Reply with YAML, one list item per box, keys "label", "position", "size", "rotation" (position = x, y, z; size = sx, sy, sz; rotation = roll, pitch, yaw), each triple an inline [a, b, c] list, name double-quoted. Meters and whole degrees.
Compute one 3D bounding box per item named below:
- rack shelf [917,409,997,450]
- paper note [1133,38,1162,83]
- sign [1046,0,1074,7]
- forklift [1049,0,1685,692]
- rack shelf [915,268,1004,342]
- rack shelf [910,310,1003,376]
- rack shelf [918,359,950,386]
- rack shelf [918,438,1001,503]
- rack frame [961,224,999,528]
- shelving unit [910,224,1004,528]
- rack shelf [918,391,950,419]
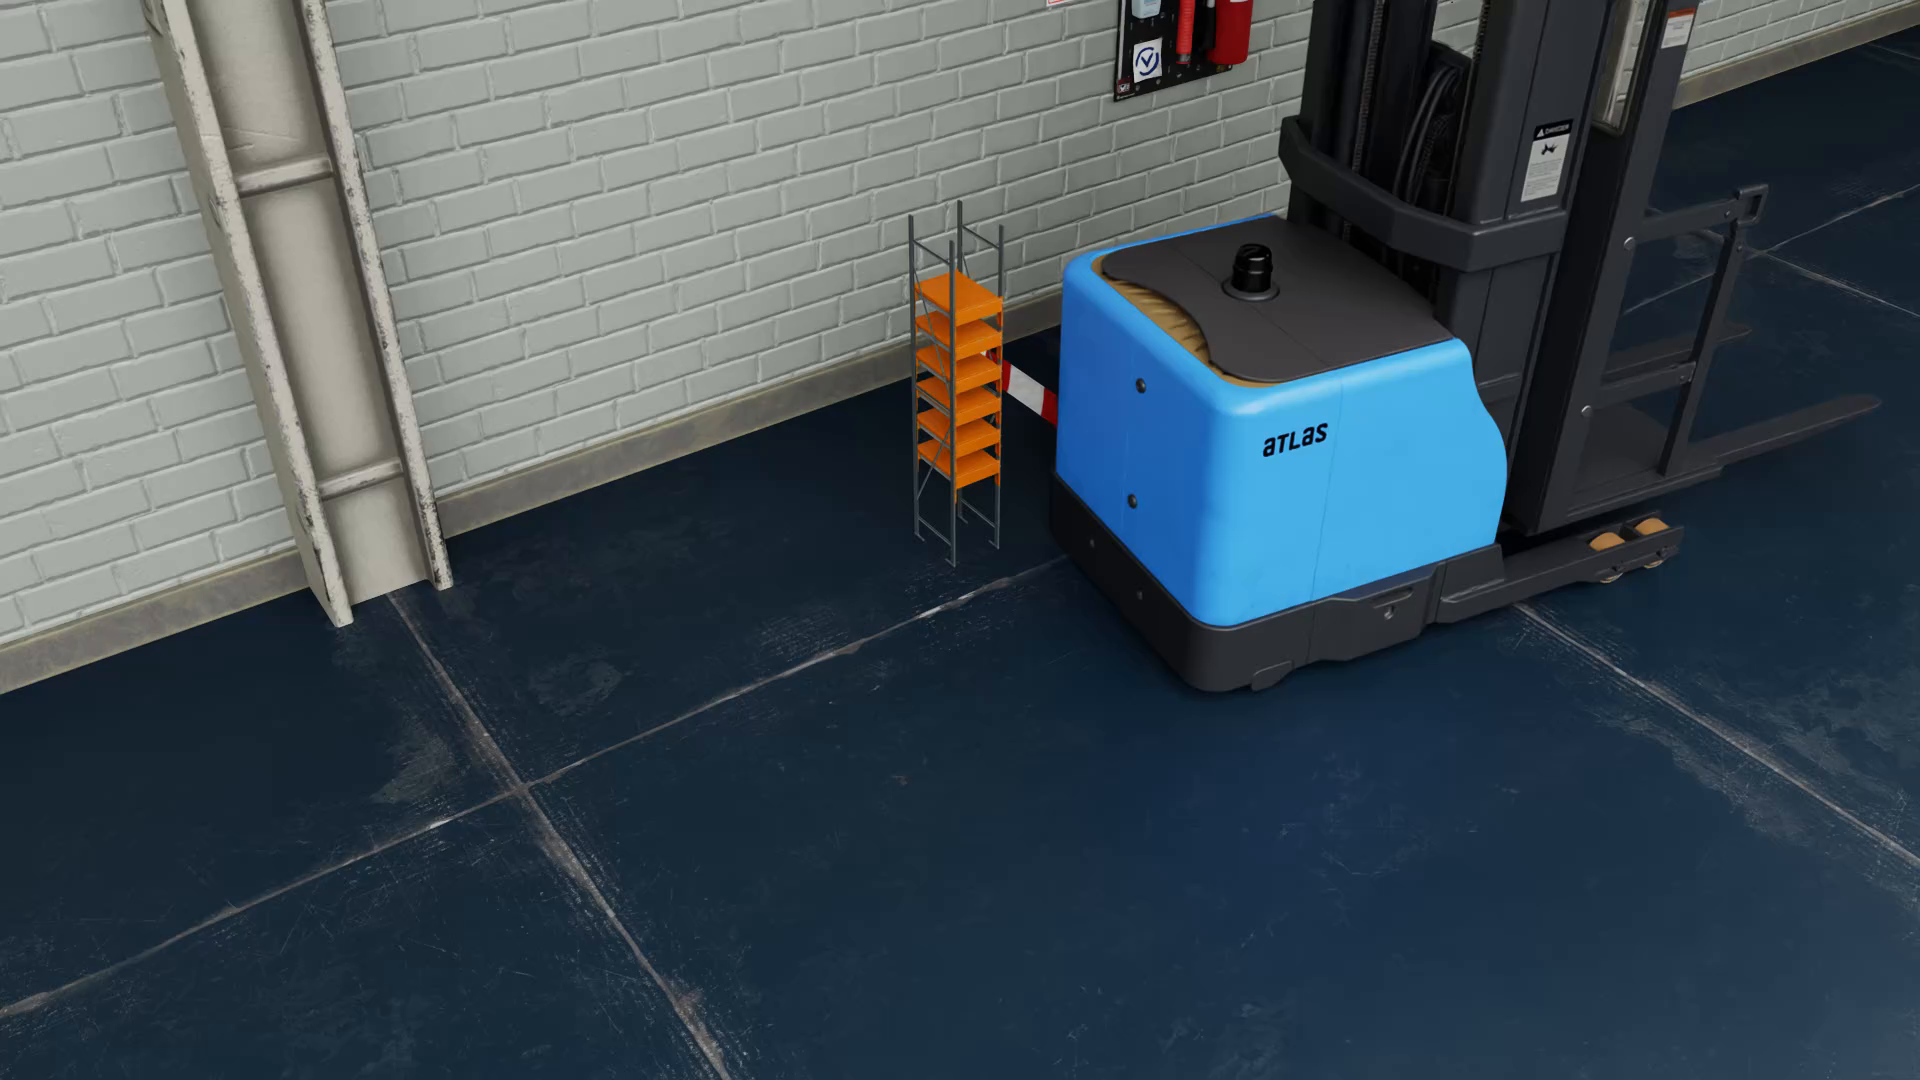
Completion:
- label: "rack shelf"
  position: [-0.012, -0.371, 5.473]
  size: [0.171, 0.034, 0.221]
  rotation: [-22, 41, -28]
- label: "paper note"
  position: [0.744, -1.895, 6.570]
  size: [0.142, 0.148, 0.016]
  rotation: [-22, 41, -28]
- label: "sign"
  position: [10.361, -2.162, 6.103]
  size: [16.451, 0.391, 11.513]
  rotation: [-22, 41, -28]
- label: "forklift"
  position: [1.861, -1.310, 5.061]
  size: [3.031, 2.935, 1.130]
  rotation: [-16, 39, -20]
- label: "rack shelf"
  position: [-0.012, -0.738, 5.209]
  size: [0.180, 0.103, 0.258]
  rotation: [-22, 41, -28]
- label: "rack shelf"
  position: [-0.012, -0.641, 5.279]
  size: [0.180, 0.103, 0.258]
  rotation: [-22, 41, -28]
- label: "rack shelf"
  position: [-0.012, -0.560, 5.337]
  size: [0.166, 0.020, 0.199]
  rotation: [-22, 41, -28]
- label: "rack shelf"
  position: [-0.012, -0.251, 5.559]
  size: [0.180, 0.103, 0.258]
  rotation: [-22, 41, -28]
- label: "rack frame"
  position: [0.063, -0.513, 5.435]
  size: [0.002, 1.046, 0.228]
  rotation: [-22, 41, -28]
- label: "shelving unit"
  position: [-0.011, -0.483, 5.394]
  size: [0.183, 1.046, 0.258]
  rotation: [-22, 41, -28]
- label: "rack shelf"
  position: [-0.012, -0.462, 5.407]
  size: [0.166, 0.020, 0.199]
  rotation: [-22, 41, -28]
